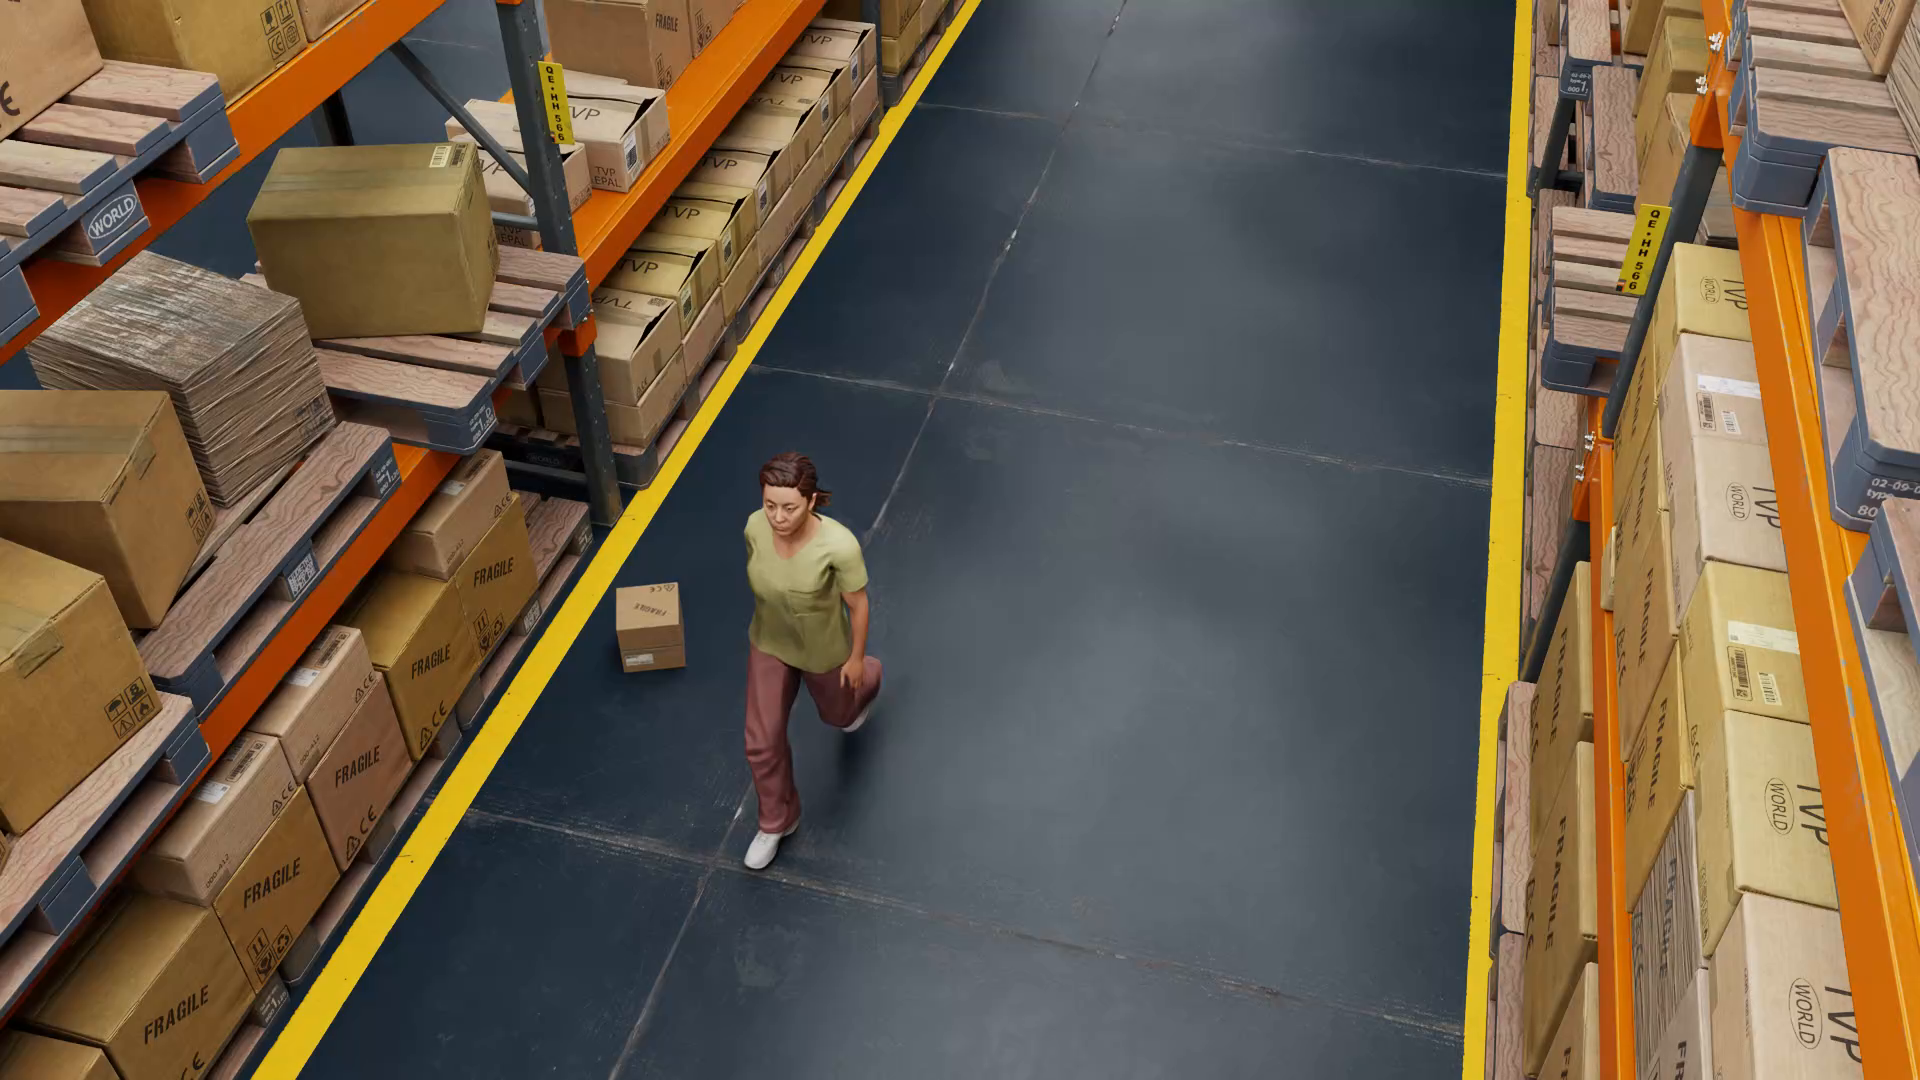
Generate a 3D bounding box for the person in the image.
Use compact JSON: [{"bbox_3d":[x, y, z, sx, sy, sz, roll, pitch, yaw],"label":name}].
[{"bbox_3d":[-0.506,0.321,5.801,0.451,1.620,0.961,12,43,13],"label":"person"}]
